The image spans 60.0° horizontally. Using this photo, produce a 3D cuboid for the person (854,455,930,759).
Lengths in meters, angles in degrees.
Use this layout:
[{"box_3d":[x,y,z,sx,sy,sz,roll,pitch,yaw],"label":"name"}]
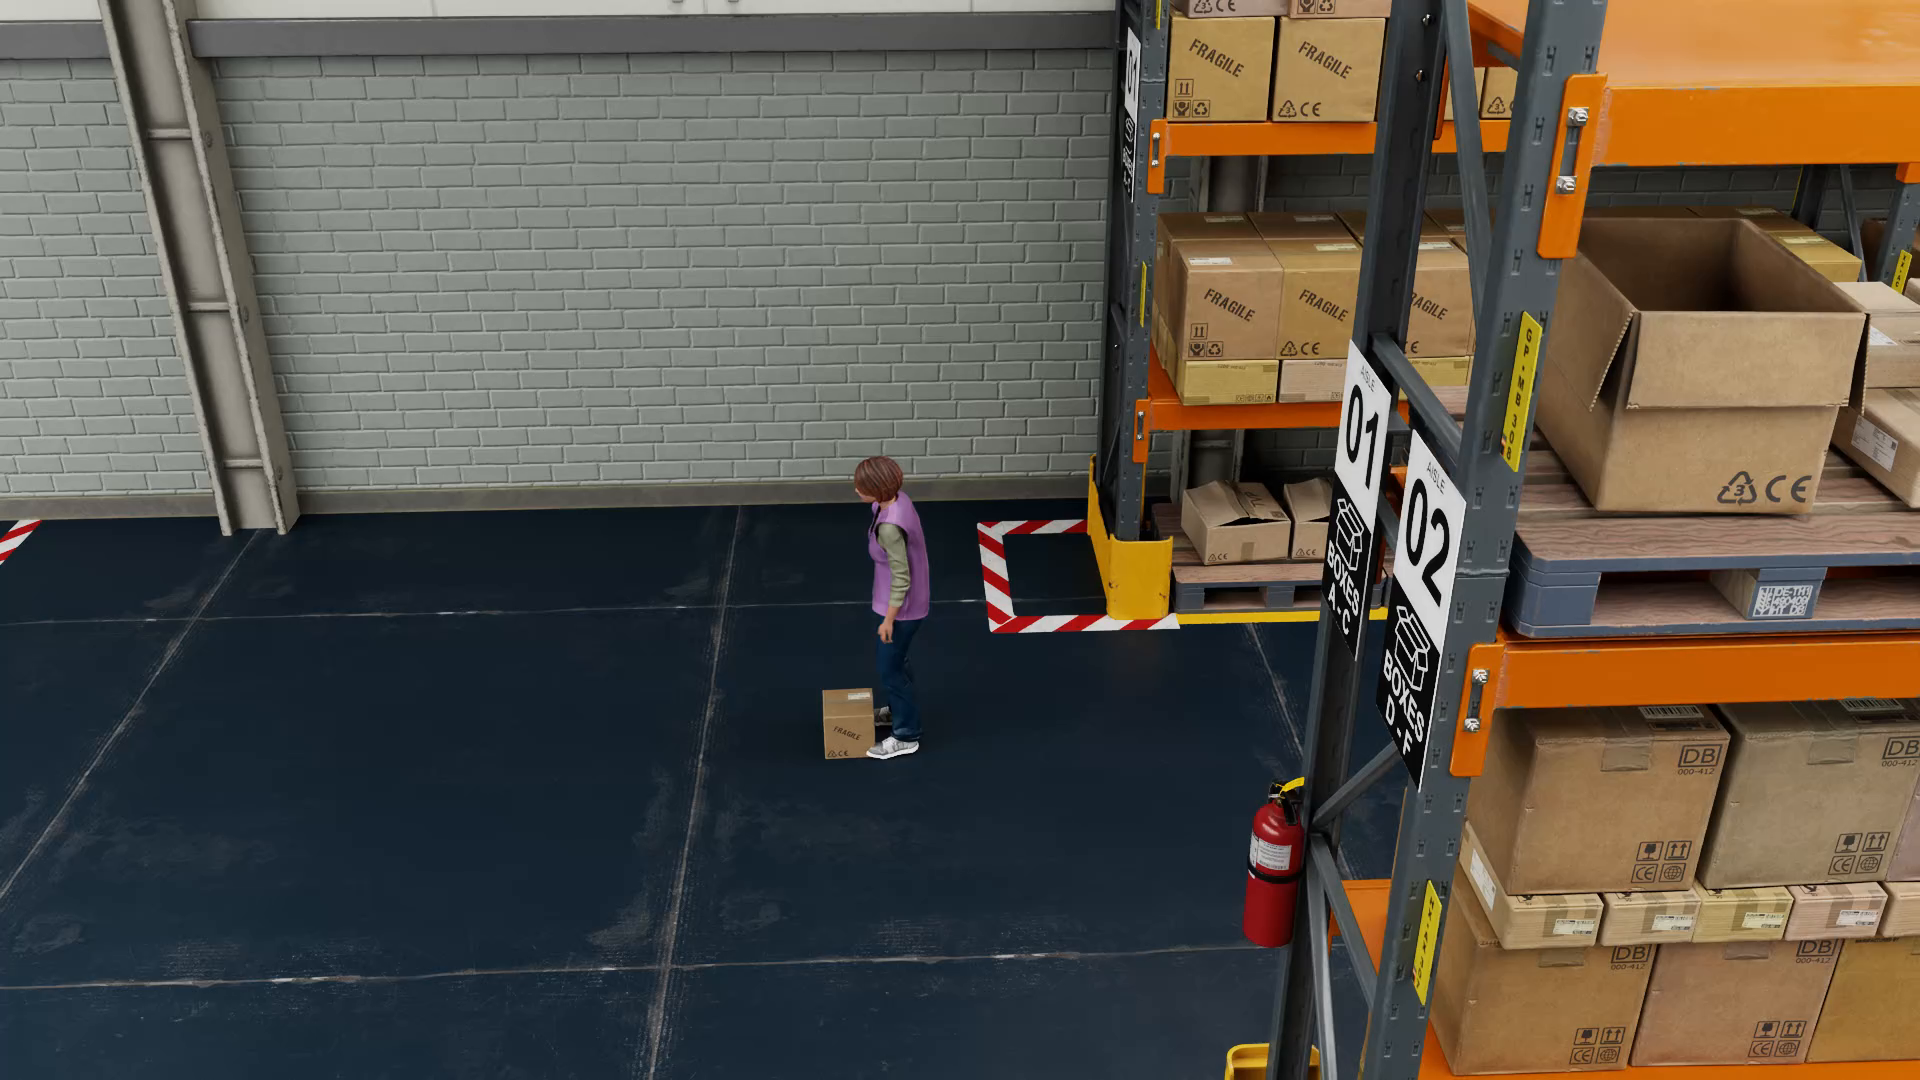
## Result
[{"box_3d":[-0.318,0.315,8.039,0.344,1.593,0.460,-1,28,-2],"label":"person"}]
